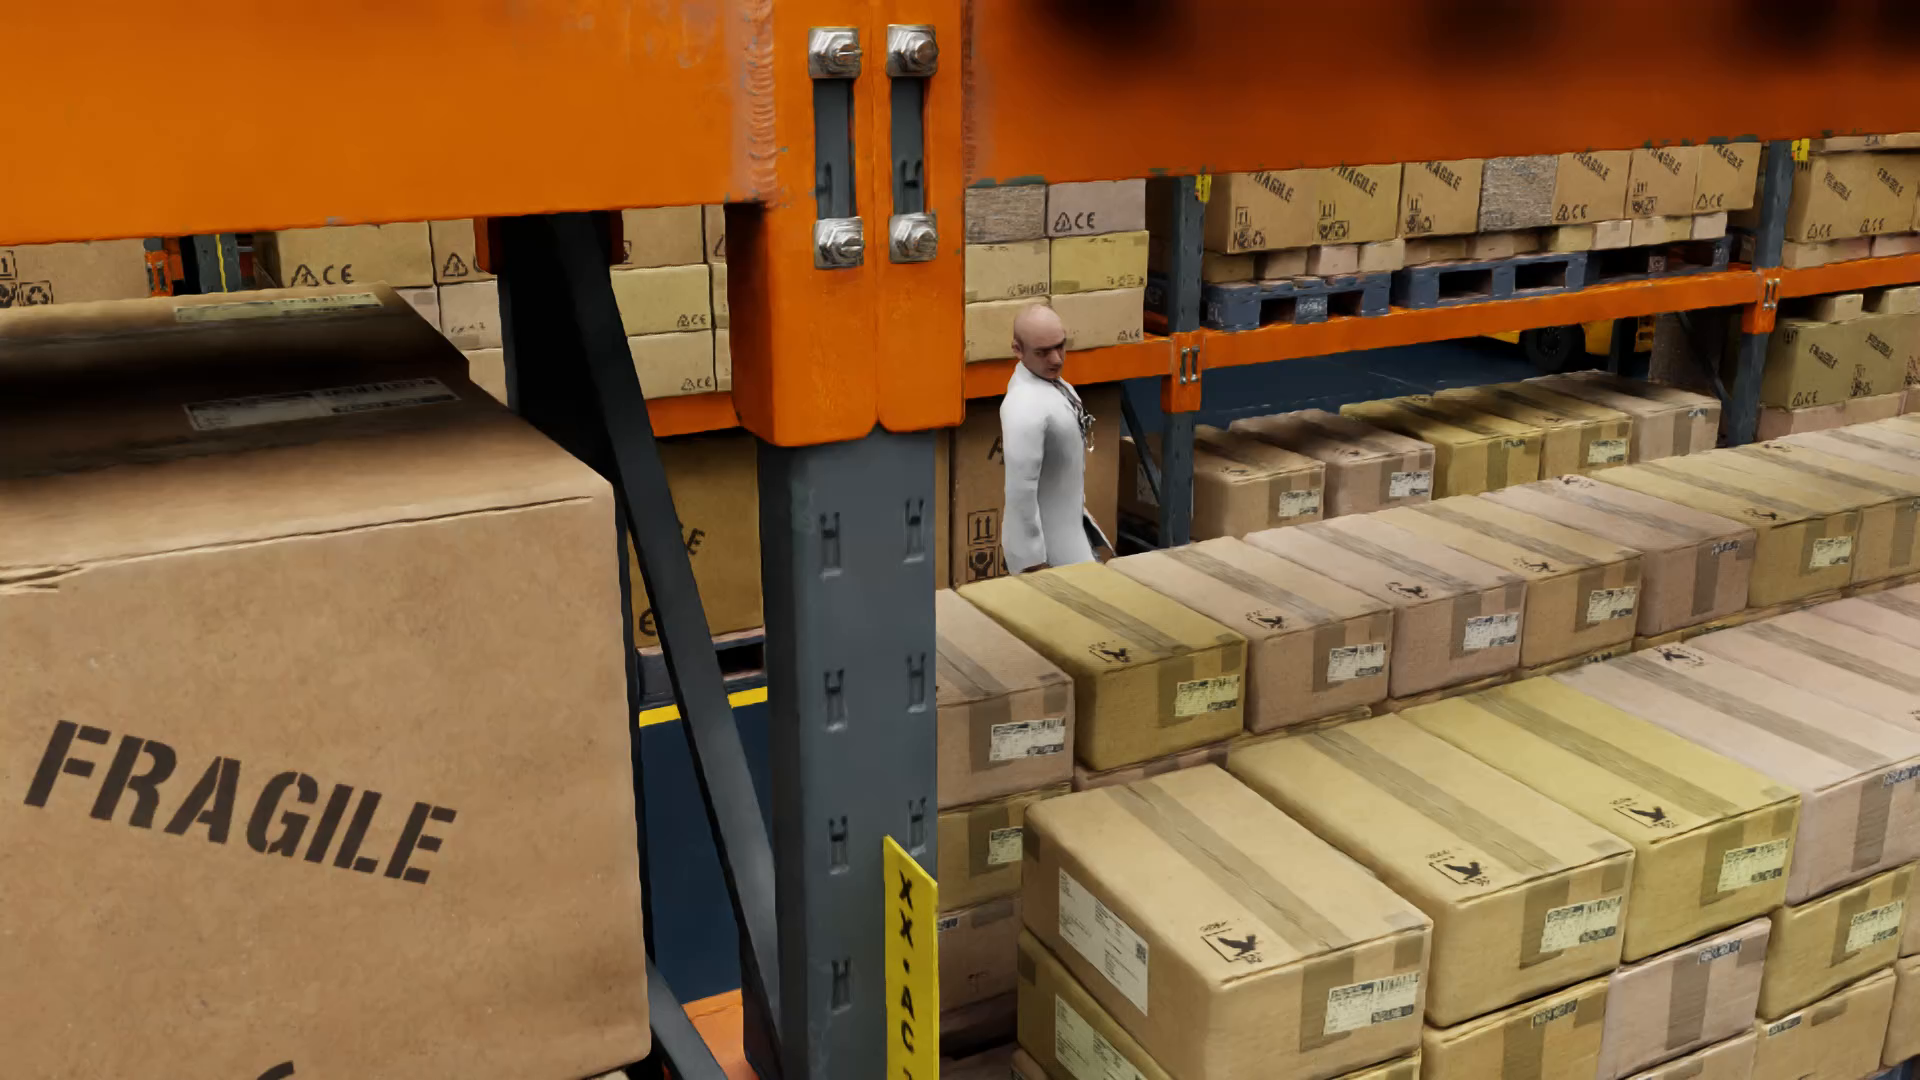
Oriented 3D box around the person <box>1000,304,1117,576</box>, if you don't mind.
[{"bbox_3d":[0.333,-0.011,6.127,0.596,1.755,0.652,2,18,5],"label":"person"}]
